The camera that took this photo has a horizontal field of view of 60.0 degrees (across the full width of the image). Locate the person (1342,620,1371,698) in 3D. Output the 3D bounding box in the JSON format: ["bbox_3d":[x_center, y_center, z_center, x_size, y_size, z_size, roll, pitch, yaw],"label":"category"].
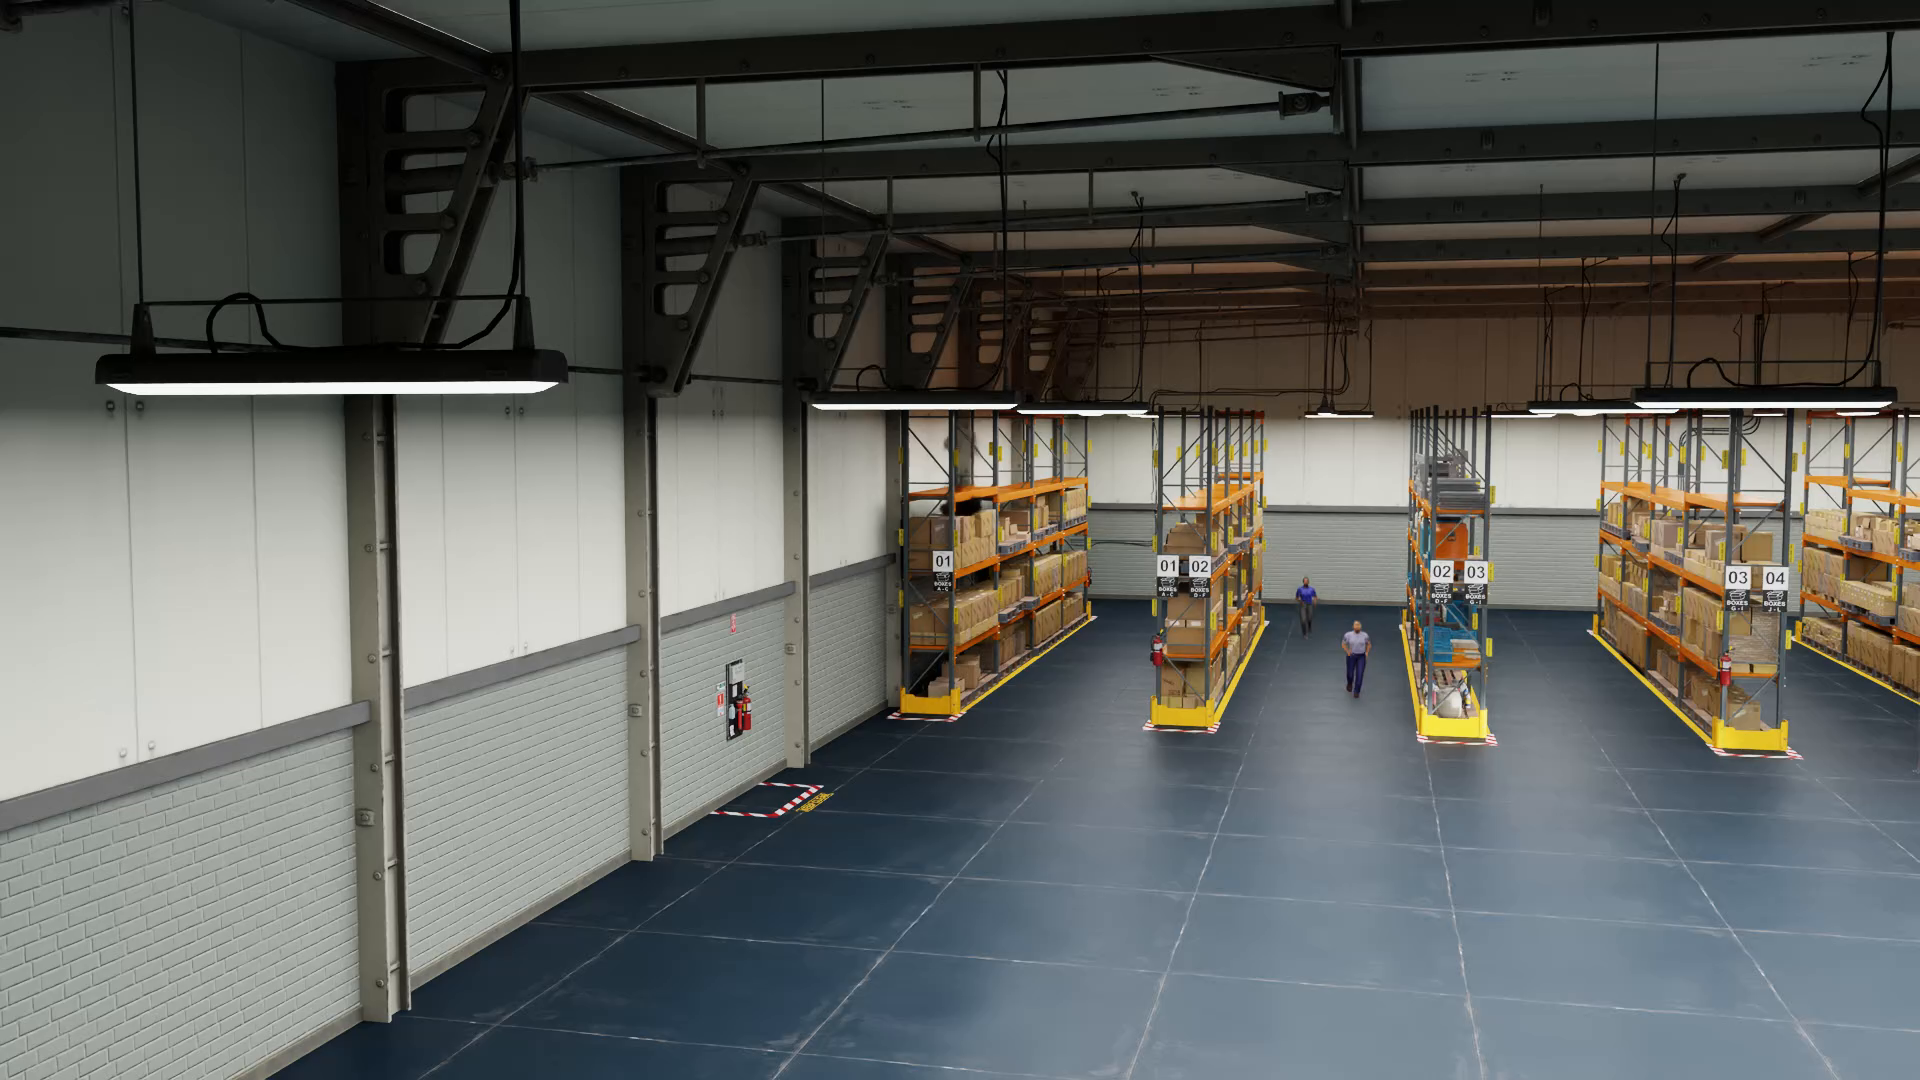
[{"bbox_3d":[8.213,2.454,34.444,0.595,1.601,0.560,1,4,9],"label":"person"}]

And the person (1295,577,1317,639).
[{"bbox_3d":[9.102,1.789,43.692,0.570,1.617,0.529,1,4,10],"label":"person"}]
